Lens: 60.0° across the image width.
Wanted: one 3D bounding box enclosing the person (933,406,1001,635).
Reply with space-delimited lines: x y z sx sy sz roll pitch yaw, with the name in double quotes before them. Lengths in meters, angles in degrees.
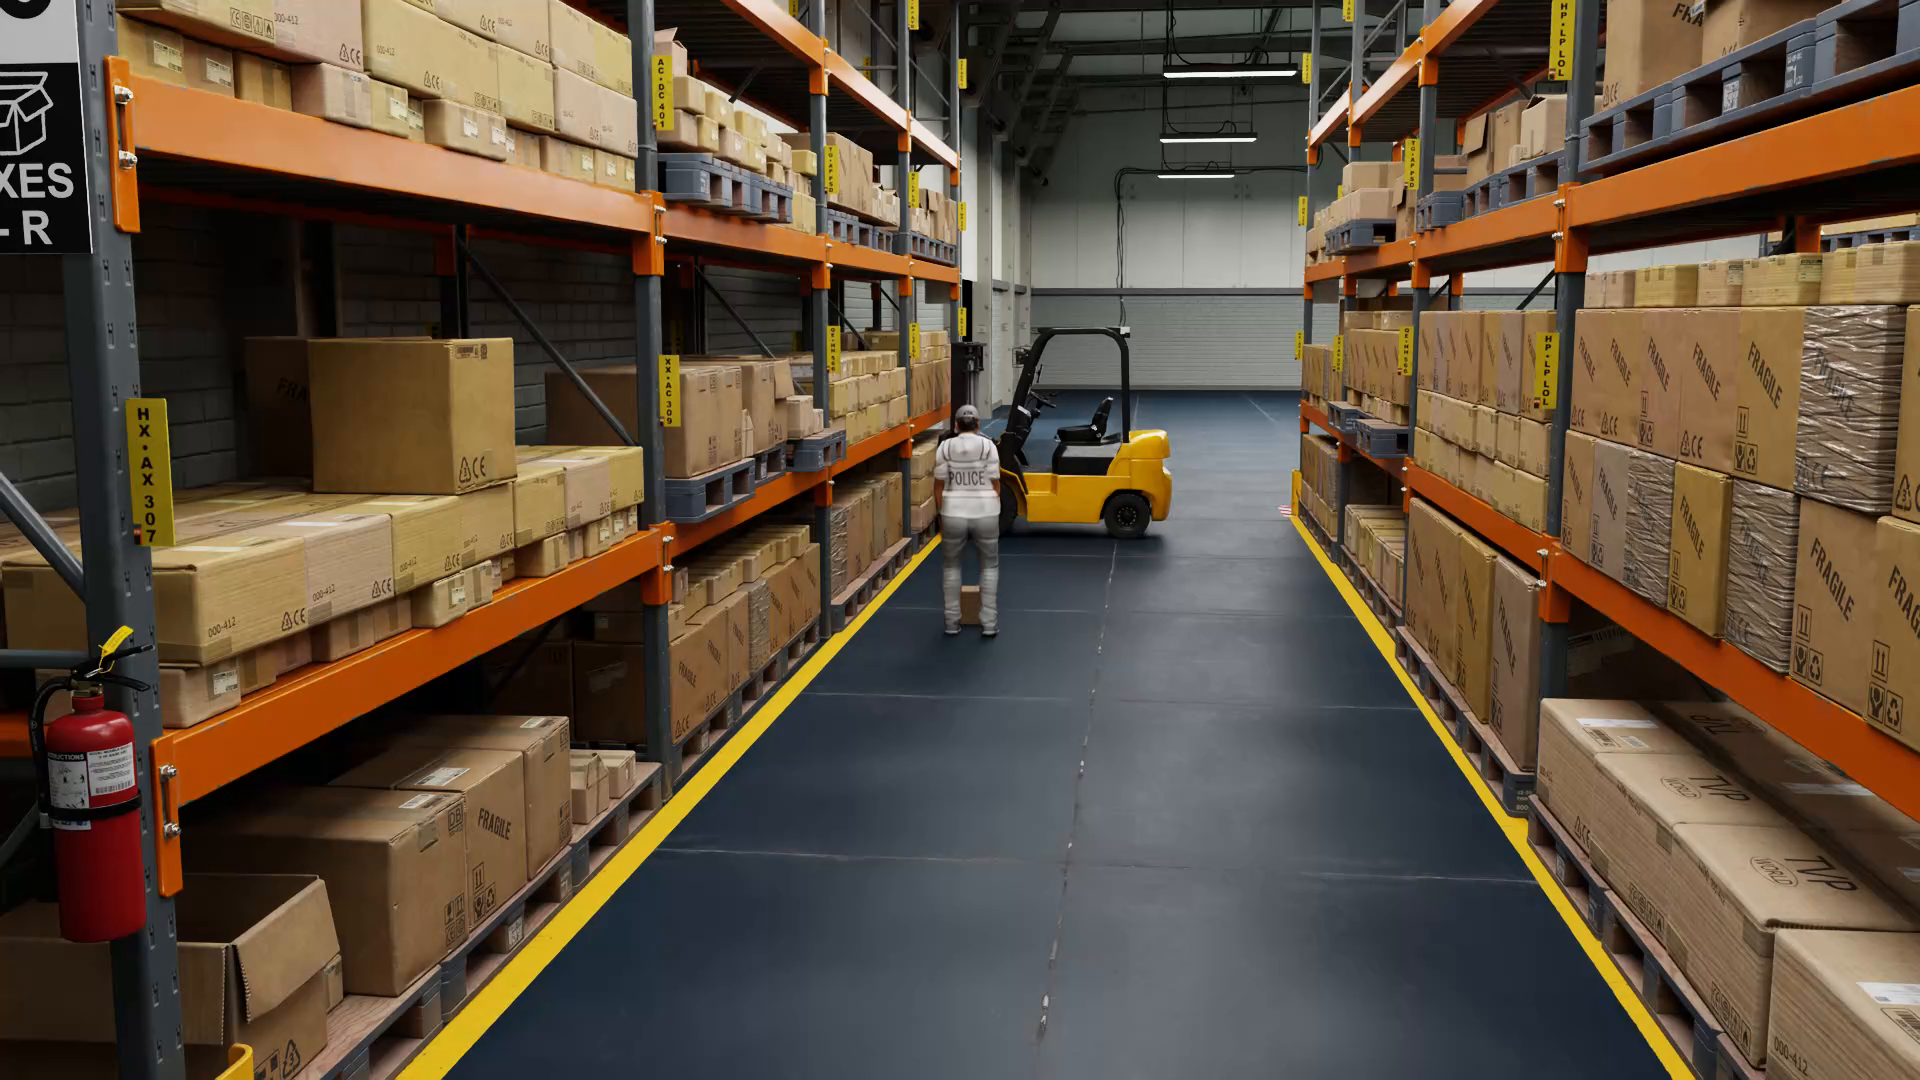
"person" 0.051 -0.134 11.906 0.480 1.649 0.418 1 8 5
